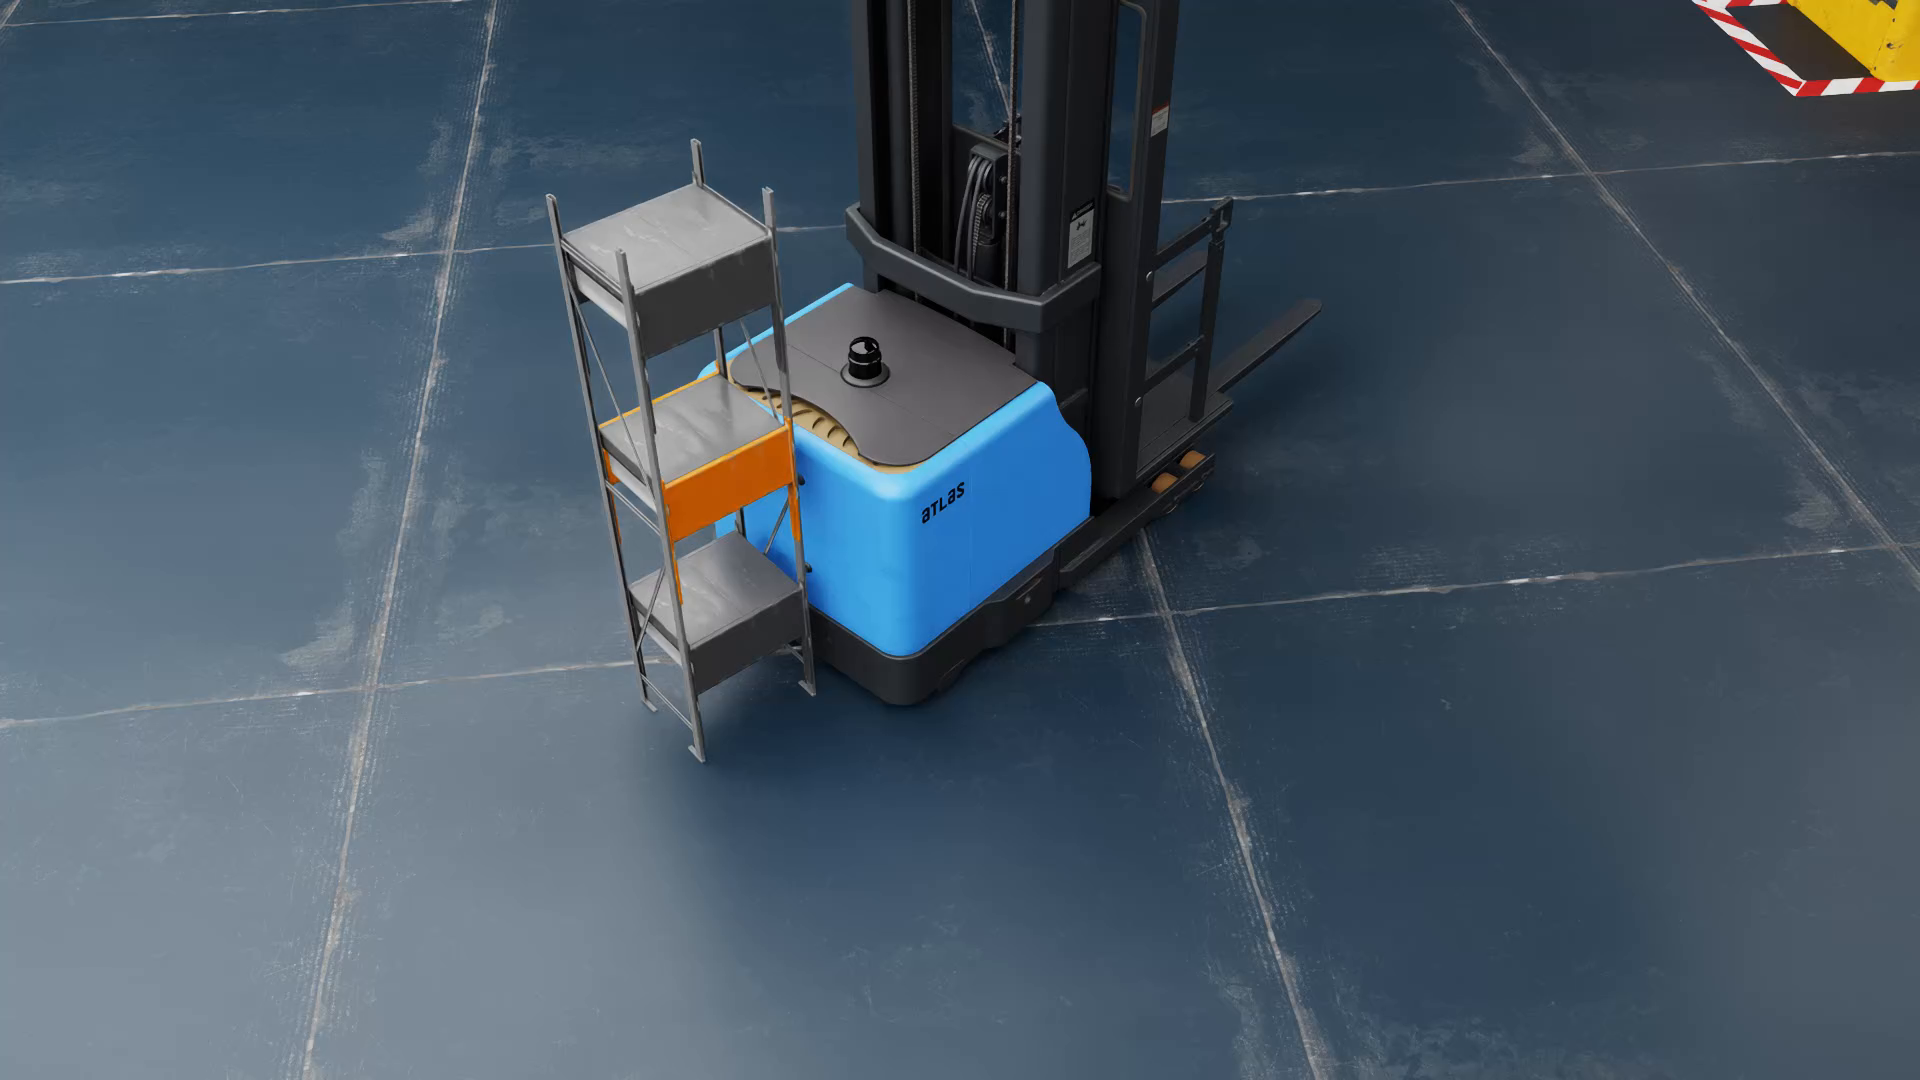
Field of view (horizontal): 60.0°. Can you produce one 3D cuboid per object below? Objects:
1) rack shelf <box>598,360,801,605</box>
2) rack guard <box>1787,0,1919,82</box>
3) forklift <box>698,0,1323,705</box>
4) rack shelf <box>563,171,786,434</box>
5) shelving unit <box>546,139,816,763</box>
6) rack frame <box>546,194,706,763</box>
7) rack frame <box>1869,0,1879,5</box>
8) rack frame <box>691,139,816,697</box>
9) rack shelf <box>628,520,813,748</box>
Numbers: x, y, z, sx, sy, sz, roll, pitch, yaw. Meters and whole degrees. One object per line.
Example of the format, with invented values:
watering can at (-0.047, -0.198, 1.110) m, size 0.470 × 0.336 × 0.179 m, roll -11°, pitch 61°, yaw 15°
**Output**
rack shelf at (-0.849, -0.191, 5.414) m, size 0.480 × 0.518 × 0.431 m, roll -30°, pitch 50°, yaw -29°
rack guard at (5.478, -3.261, 9.992) m, size 0.348 × 0.500 × 1.175 m, roll -5°, pitch 42°, yaw -6°
forklift at (0.415, -1.401, 6.115) m, size 1.130 × 2.935 × 3.031 m, roll 31°, pitch 50°, yaw 30°
rack shelf at (-0.849, -0.711, 4.945) m, size 0.480 × 0.518 × 0.431 m, roll -30°, pitch 50°, yaw -29°
shelving unit at (-0.849, -0.201, 5.405) m, size 0.503 × 2.100 × 0.431 m, roll -30°, pitch 50°, yaw -29°
rack frame at (-1.035, -0.095, 5.287) m, size 0.015 × 2.100 × 0.400 m, roll -30°, pitch 50°, yaw -29°
rack frame at (5.501, -4.191, 9.157) m, size 0.127 × 3.000 × 1.000 m, roll -5°, pitch 42°, yaw -6°
rack frame at (-0.664, -0.307, 5.523) m, size 0.015 × 2.100 × 0.400 m, roll -30°, pitch 50°, yaw -29°
rack shelf at (-0.849, 0.329, 5.883) m, size 0.480 × 0.518 × 0.431 m, roll -30°, pitch 50°, yaw -29°
